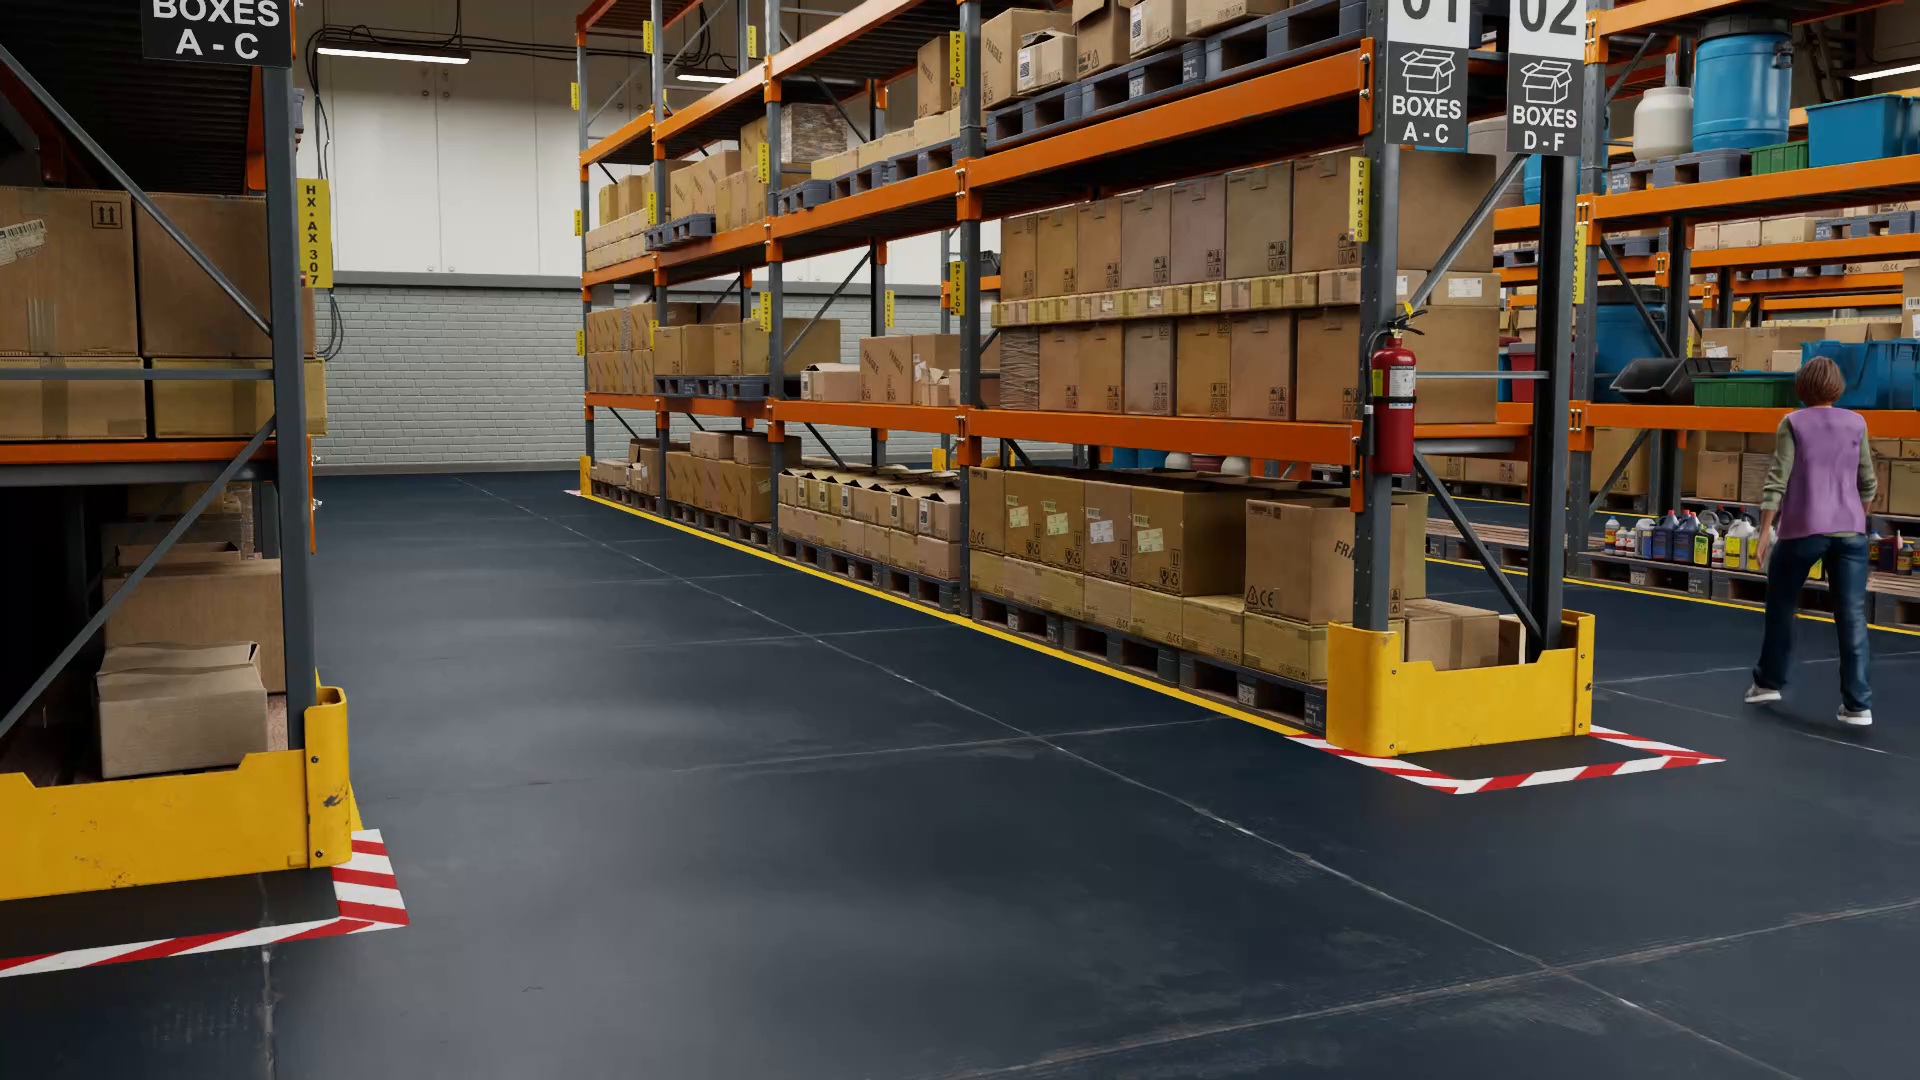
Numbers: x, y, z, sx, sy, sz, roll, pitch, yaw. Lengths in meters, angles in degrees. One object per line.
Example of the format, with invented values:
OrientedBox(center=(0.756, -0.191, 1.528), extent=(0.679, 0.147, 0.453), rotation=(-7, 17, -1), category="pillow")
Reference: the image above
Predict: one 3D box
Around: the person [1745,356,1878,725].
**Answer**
OrientedBox(center=(3.710, -0.006, 7.244), extent=(0.561, 1.585, 0.790), rotation=(1, 6, 8), category="person")
